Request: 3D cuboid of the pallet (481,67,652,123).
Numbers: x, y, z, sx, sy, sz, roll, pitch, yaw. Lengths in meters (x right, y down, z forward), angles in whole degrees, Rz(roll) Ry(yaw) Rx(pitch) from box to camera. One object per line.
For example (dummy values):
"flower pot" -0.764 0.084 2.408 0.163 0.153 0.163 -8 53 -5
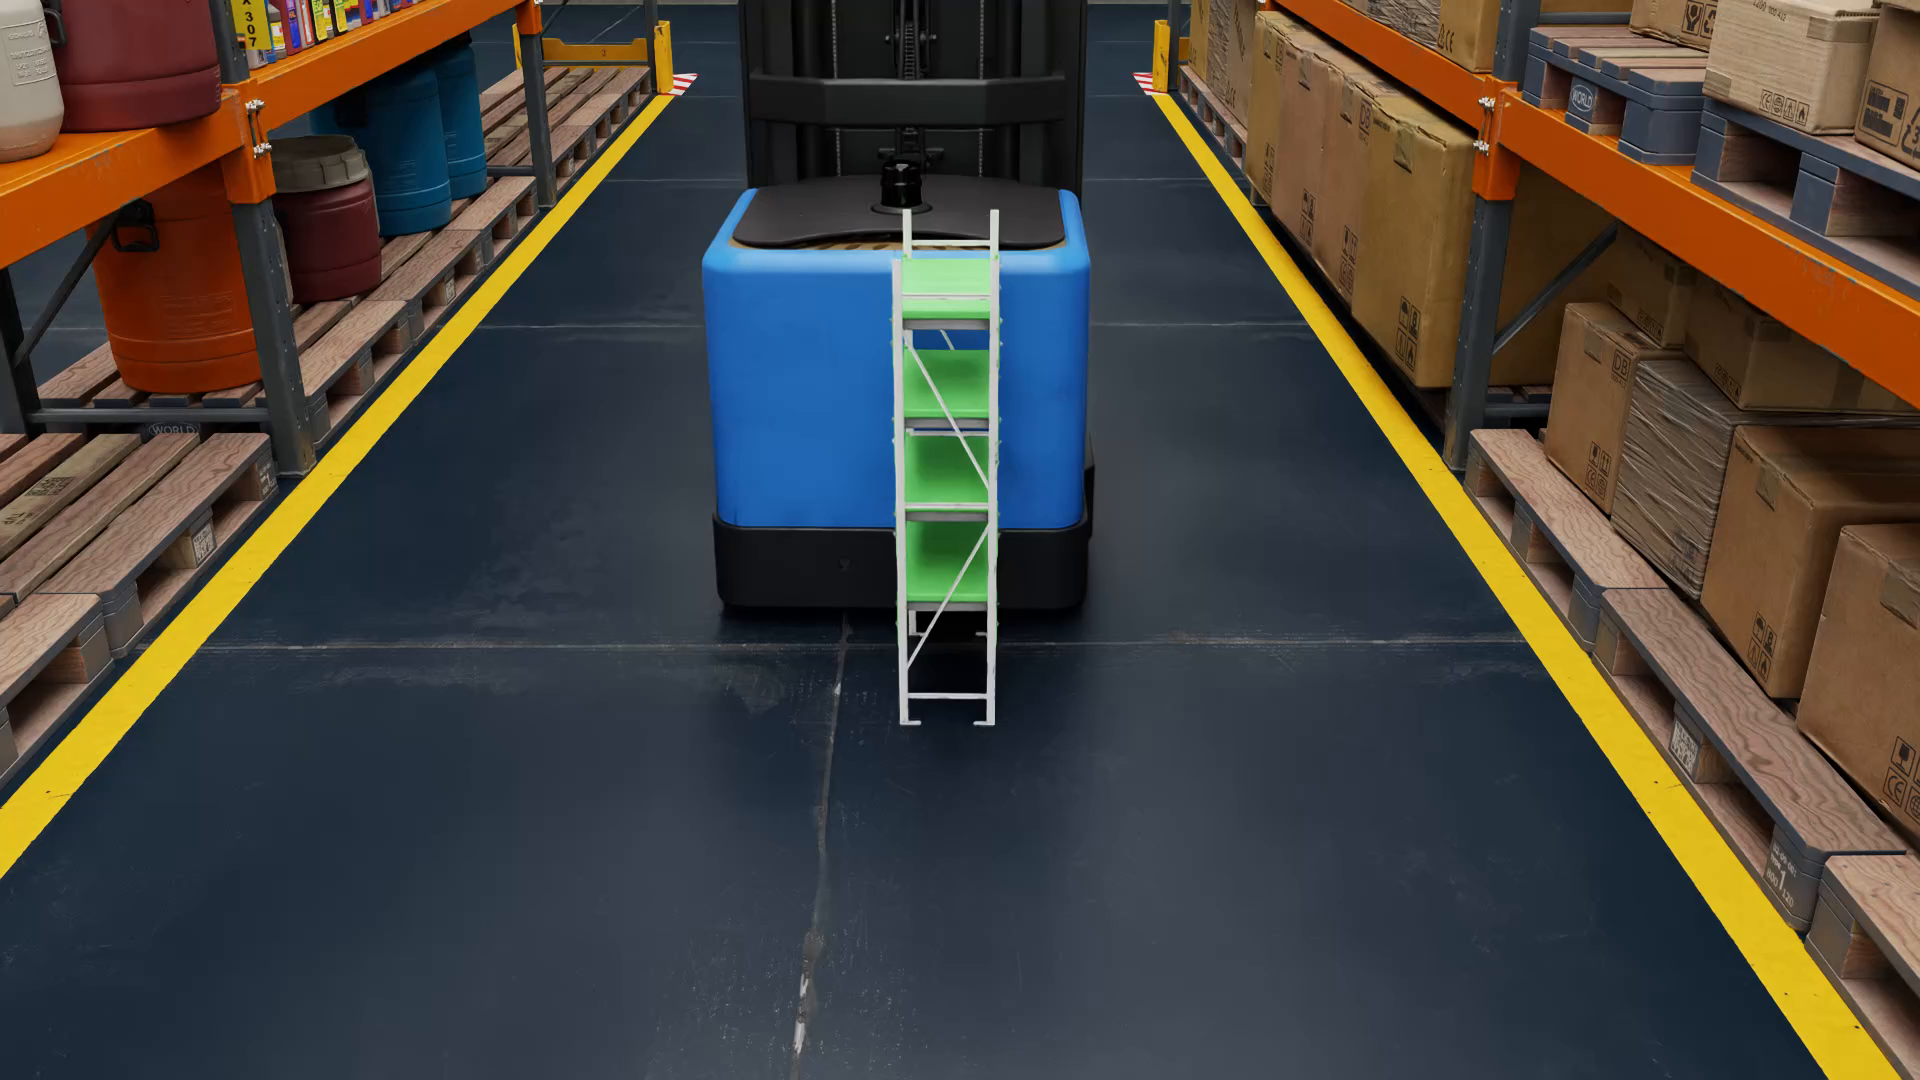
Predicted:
"pallet" -2.869 -3.288 12.263 1.003 0.211 1.213 0 24 -1

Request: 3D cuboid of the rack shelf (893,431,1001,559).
"rack shelf" -0.028 -0.121 4.217 0.258 0.148 0.480 0 24 1

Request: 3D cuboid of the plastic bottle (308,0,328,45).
"plastic bottle" -2.394 -1.974 6.117 0.061 0.283 0.133 0 24 -1

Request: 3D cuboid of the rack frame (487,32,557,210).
"rack frame" -2.795 -3.250 8.796 1.000 3.000 0.127 0 24 -1

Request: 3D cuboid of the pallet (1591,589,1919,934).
"pallet" 2.218 0.470 3.954 1.003 0.211 1.213 0 24 -1

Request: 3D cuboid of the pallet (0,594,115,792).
"pallet" -2.772 0.490 3.911 1.003 0.211 1.213 0 24 -1

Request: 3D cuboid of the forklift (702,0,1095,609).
"forklift" -0.141 -1.703 5.458 1.130 2.935 3.031 0 24 1

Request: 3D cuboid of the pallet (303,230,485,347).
"pallet" -2.813 -1.157 7.553 1.003 0.211 1.213 0 24 -1

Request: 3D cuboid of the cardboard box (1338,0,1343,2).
"cardboard box" 1.924 -2.714 7.489 0.500 0.500 0.500 -1 24 -2

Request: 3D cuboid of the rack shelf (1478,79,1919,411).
"rack shelf" 2.223 -0.472 3.527 1.077 0.370 4.000 0 24 -1

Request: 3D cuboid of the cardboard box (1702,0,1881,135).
"cardboard box" 1.989 -1.055 3.616 0.500 0.250 0.500 -1 24 -2

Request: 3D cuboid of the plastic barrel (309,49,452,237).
"plastic barrel" -2.799 -1.969 8.001 0.600 0.901 0.708 0 24 -1

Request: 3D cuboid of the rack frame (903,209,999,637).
"rack frame" -0.023 -0.280 4.413 0.240 1.200 0.015 0 24 1

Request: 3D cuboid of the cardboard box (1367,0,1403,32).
"cardboard box" 1.939 -2.291 6.554 0.500 0.500 0.500 -1 24 -2

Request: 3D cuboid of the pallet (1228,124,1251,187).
"pallet" 2.227 -2.315 10.113 1.003 0.211 1.213 0 24 -1

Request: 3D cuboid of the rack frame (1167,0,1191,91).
"rack frame" 2.114 -4.920 12.489 1.000 3.000 0.127 0 24 -1

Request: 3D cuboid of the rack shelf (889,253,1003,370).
"rack shelf" -0.028 -0.559 4.019 0.258 0.148 0.480 0 24 1

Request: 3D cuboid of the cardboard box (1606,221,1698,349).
"cardboard box" 2.238 -0.751 4.860 0.500 0.250 0.500 1 24 2

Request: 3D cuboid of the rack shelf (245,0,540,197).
"rack shelf" -2.774 -2.098 7.122 1.077 0.370 4.000 0 24 -1

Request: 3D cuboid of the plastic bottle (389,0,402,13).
"plastic bottle" -2.446 -2.396 6.968 0.144 0.351 0.185 0 24 -1

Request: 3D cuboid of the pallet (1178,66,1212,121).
"pallet" 2.201 -3.321 12.336 1.003 0.211 1.213 0 24 -1

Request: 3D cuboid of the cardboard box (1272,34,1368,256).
"cardboard box" 2.195 -1.864 7.799 1.225 0.875 0.875 -1 24 -2

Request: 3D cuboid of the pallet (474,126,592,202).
"pallet" -2.842 -2.282 10.040 1.003 0.211 1.213 0 24 -1

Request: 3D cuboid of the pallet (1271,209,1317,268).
"pallet" 2.241 -1.684 8.717 1.003 0.211 1.213 0 24 -1

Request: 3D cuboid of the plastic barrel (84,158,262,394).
"plastic barrel" -2.774 -1.006 5.958 0.600 0.830 0.708 0 24 -1

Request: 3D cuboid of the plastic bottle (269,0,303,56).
"plastic bottle" -2.391 -1.864 5.873 0.061 0.283 0.133 0 24 -1

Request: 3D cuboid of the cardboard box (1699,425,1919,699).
"cardboard box" 2.260 0.053 3.993 0.700 0.500 0.500 2 24 4

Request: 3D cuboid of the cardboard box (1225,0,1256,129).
"cardboard box" 2.220 -3.139 10.618 0.875 0.875 0.875 0 24 -1

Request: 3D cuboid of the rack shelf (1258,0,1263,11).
"rack shelf" 2.135 -3.769 10.815 1.077 0.370 4.000 0 24 -1

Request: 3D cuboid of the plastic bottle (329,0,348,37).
"plastic bottle" -2.397 -2.069 6.327 0.061 0.283 0.133 0 24 -1

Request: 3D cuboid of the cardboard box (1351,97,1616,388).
"cardboard box" 2.214 -1.132 6.181 1.225 0.875 0.875 -1 24 -3

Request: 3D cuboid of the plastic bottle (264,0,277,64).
"plastic bottle" -2.407 -1.771 5.681 0.097 0.271 0.097 0 24 0

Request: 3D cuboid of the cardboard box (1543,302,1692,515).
"cardboard box" 2.228 -0.409 5.015 0.700 0.500 0.500 -2 24 -3

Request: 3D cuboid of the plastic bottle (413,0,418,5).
"plastic bottle" -2.426 -2.441 7.249 0.097 0.201 0.097 0 24 0

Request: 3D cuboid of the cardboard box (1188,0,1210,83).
"cardboard box" 2.201 -3.880 12.258 0.875 0.875 0.875 0 24 -1

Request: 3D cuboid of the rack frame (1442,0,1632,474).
"rack frame" 2.201 -1.624 5.201 1.000 3.000 0.127 0 24 -1

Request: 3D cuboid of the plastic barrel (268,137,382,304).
"plastic barrel" -2.787 -1.361 7.036 0.600 0.588 0.708 0 24 -1

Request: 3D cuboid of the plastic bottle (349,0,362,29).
"plastic bottle" -2.417 -2.151 6.523 0.097 0.271 0.097 0 24 0

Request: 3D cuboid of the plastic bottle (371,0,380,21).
"plastic bottle" -2.420 -2.247 6.733 0.097 0.271 0.097 0 24 0

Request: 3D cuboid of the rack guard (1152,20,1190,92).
"rack guard" 2.113 -3.791 13.026 1.175 0.500 0.348 0 24 -1

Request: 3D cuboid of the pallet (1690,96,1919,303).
"pallet" 2.263 -0.721 3.437 1.003 0.211 1.213 0 24 -1

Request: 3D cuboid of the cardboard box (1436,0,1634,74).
"cardboard box" 1.948 -1.872 5.627 0.500 0.500 0.500 0 24 1

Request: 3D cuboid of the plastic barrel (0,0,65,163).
"plastic barrel" -2.527 -1.230 4.193 0.421 0.512 0.421 0 24 0

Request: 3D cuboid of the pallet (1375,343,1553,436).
"pallet" 2.268 -0.679 6.494 1.003 0.211 1.213 0 24 -1

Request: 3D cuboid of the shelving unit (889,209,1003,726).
"shelving unit" -0.028 -0.179 4.191 0.258 1.200 0.503 0 24 1
